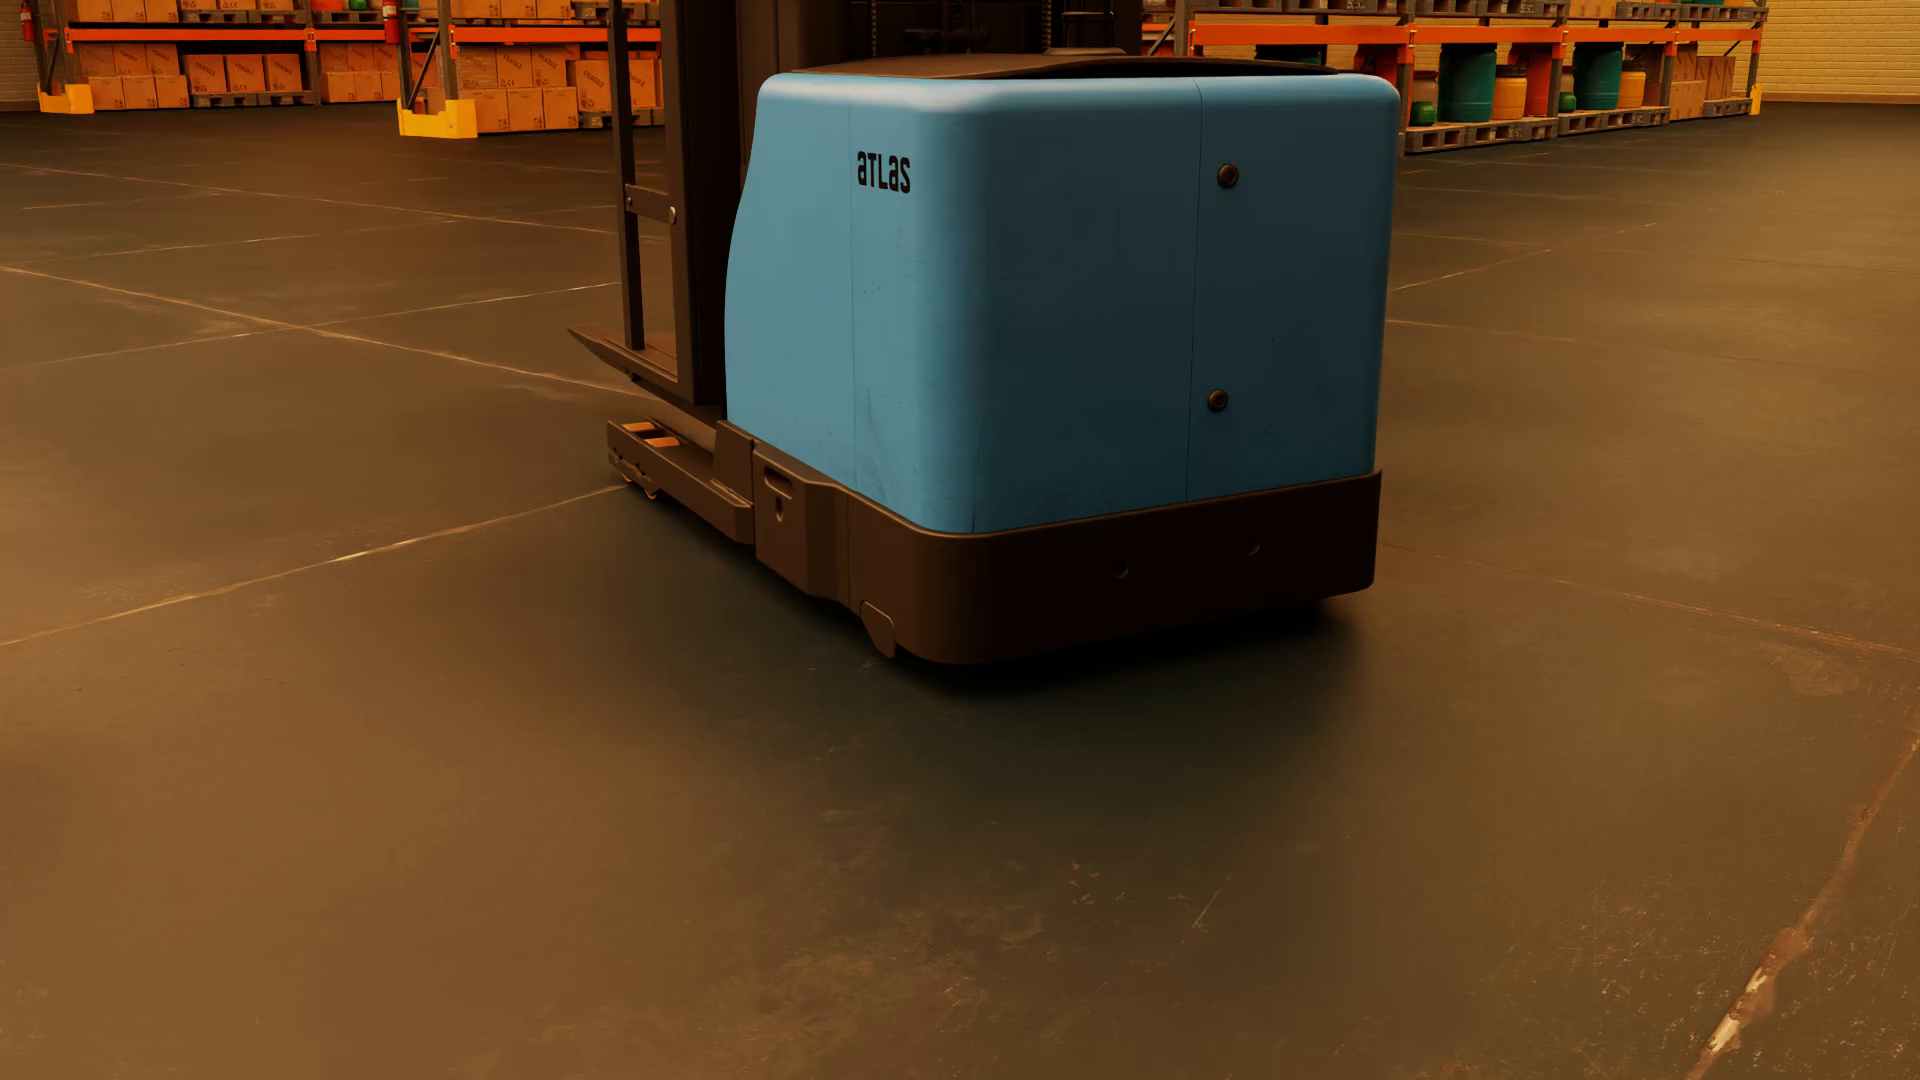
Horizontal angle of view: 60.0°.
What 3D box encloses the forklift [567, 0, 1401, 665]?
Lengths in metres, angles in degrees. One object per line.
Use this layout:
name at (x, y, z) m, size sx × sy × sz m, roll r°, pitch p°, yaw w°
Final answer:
forklift at (-0.288, -1.559, 4.031) m, size 1.130 × 2.935 × 3.031 m, roll -9°, pitch 19°, yaw -27°
